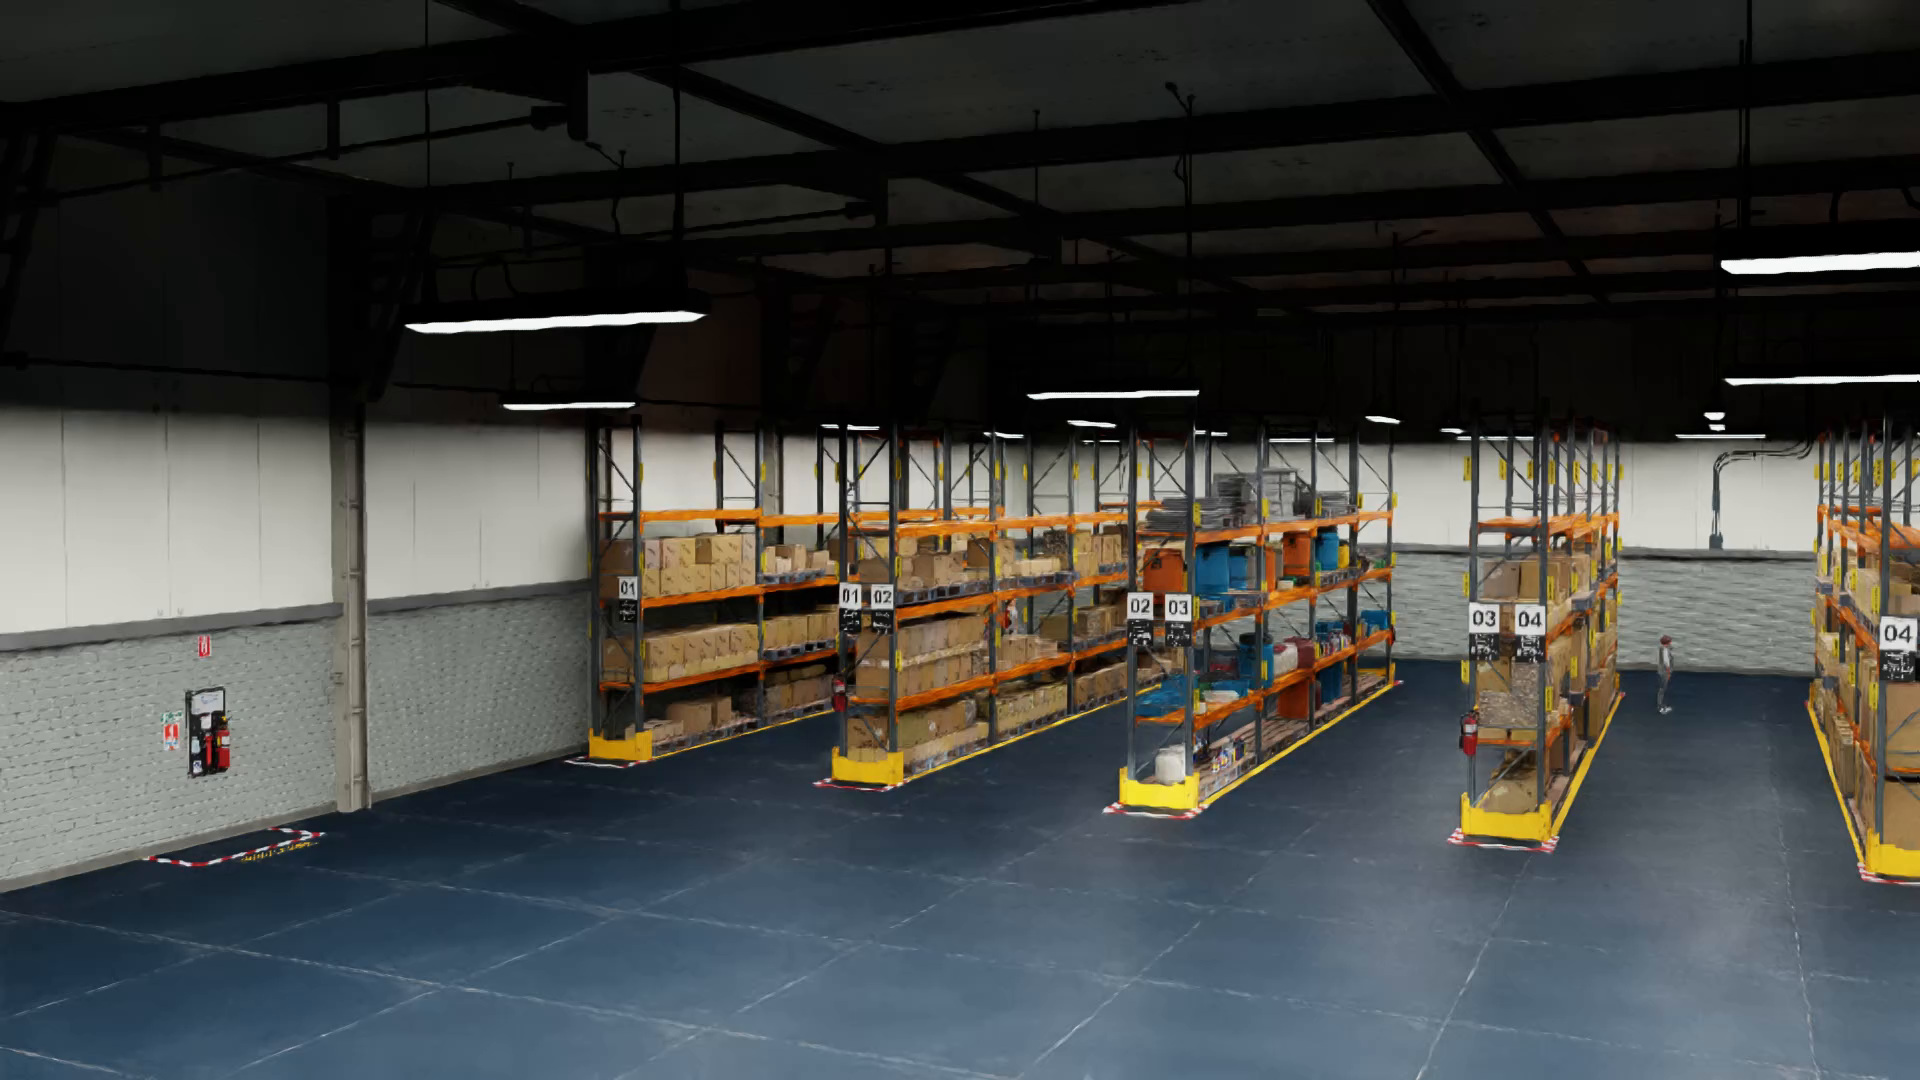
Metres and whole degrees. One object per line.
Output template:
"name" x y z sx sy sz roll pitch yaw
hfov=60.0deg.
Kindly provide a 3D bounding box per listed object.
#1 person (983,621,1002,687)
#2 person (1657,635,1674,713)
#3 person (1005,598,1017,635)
"person" 0.756 2.633 38.673 0.432 1.539 0.947 1 3 24
"person" 14.656 2.762 34.563 0.321 1.602 0.553 1 2 17
"person" 1.330 2.341 44.417 0.489 1.678 0.507 -1 3 -29
